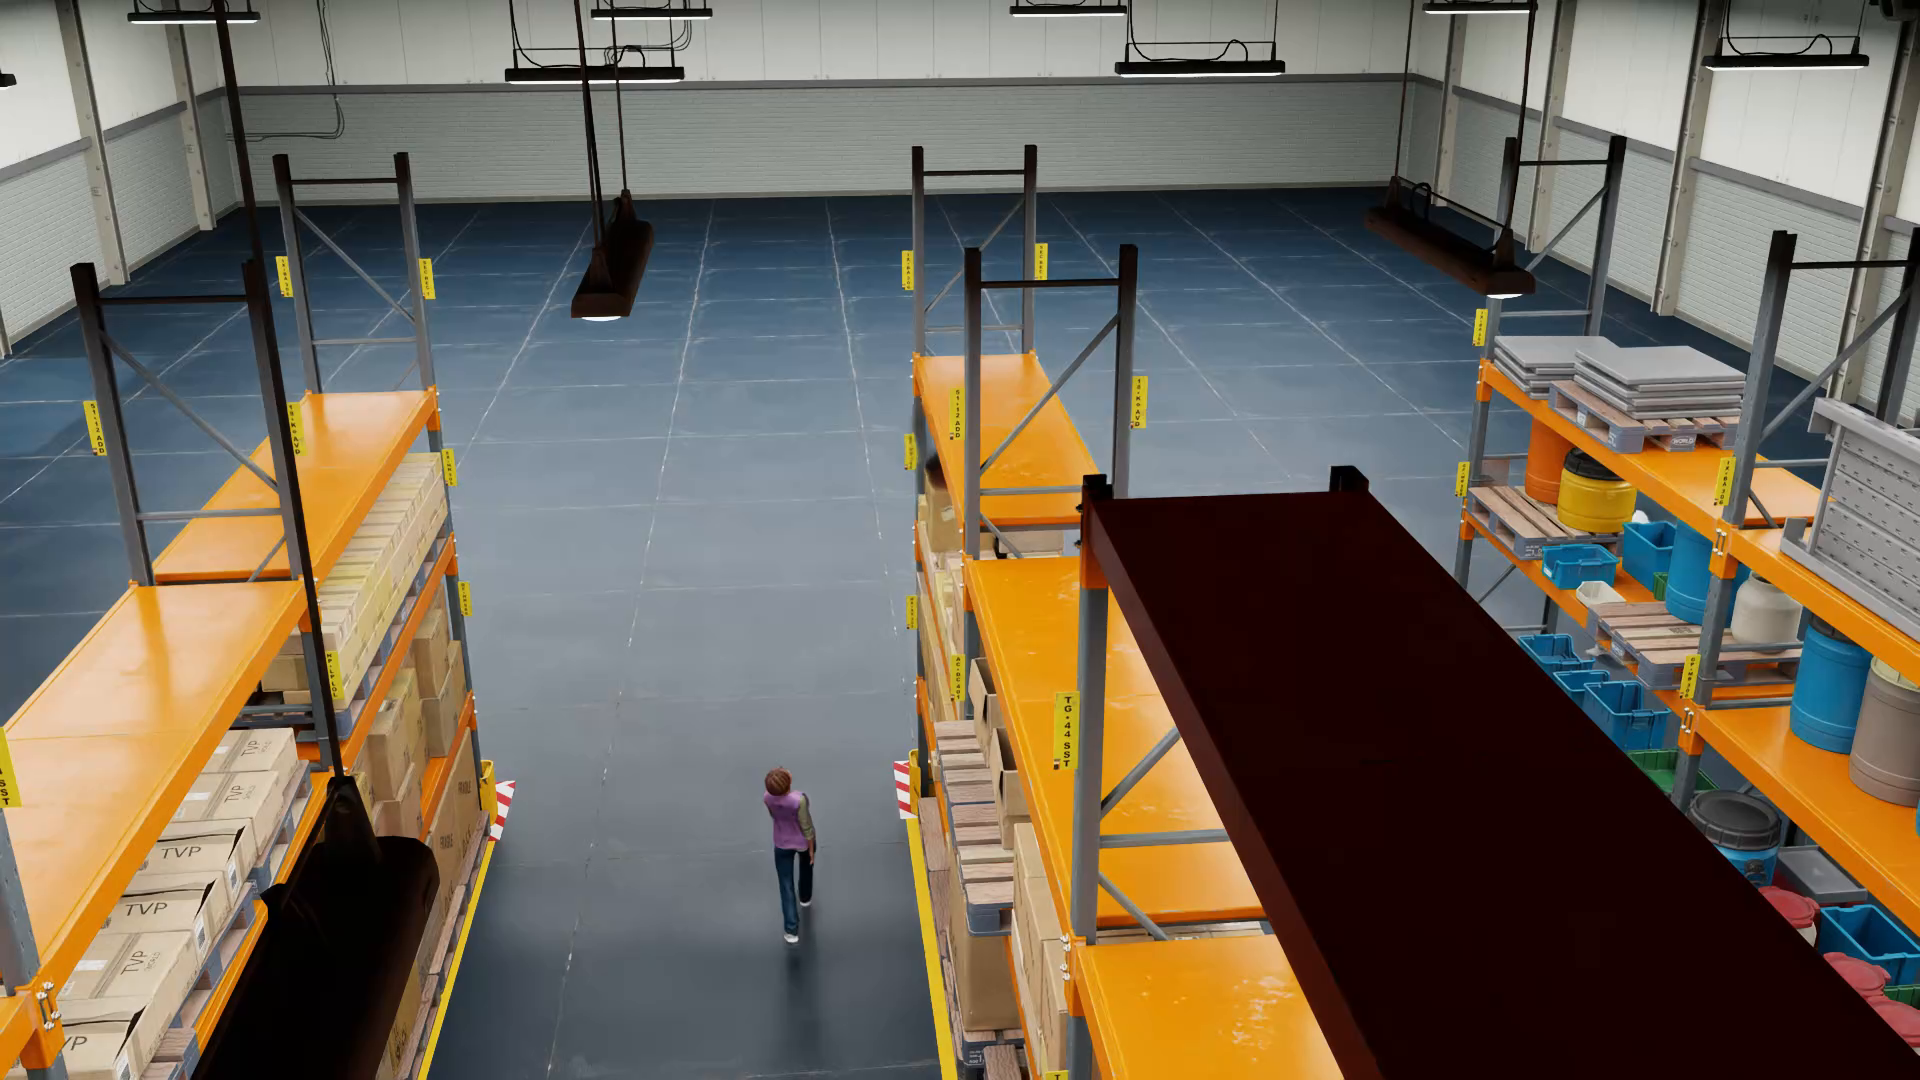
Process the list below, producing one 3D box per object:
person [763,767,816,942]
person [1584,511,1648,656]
[{"bbox_3d":[-1.359,2.443,13.387,0.409,1.501,0.959,-3,22,-7],"label":"person"},{"bbox_3d":[7.202,0.523,18.032,0.628,1.772,0.650,10,24,24],"label":"person"}]
